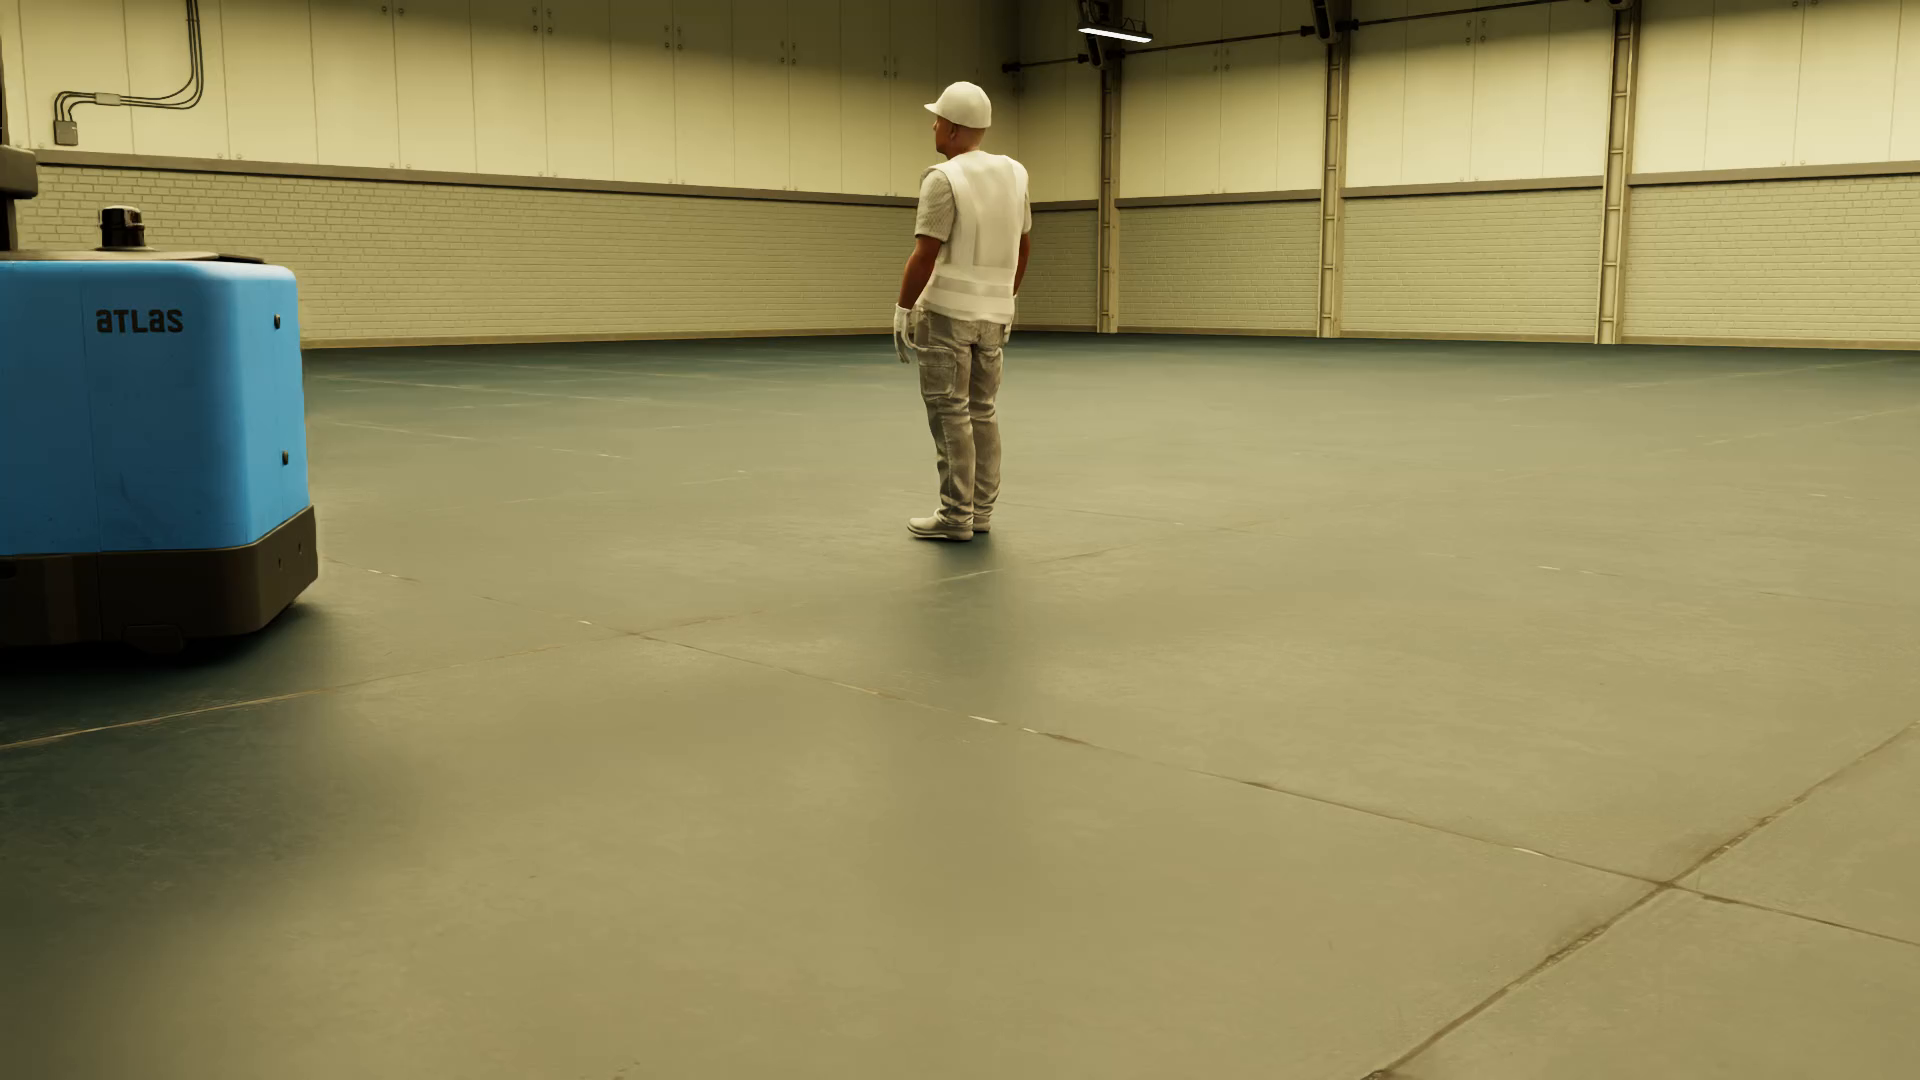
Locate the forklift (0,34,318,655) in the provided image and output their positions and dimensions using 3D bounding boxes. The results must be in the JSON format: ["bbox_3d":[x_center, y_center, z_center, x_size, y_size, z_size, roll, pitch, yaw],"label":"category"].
[{"bbox_3d":[-3.500,-1.151,4.517,3.031,2.935,1.130,-2,9,-11],"label":"forklift"}]

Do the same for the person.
[{"bbox_3d":[-0.045,-0.897,6.639,0.577,1.782,0.656,8,12,43],"label":"person"}]
